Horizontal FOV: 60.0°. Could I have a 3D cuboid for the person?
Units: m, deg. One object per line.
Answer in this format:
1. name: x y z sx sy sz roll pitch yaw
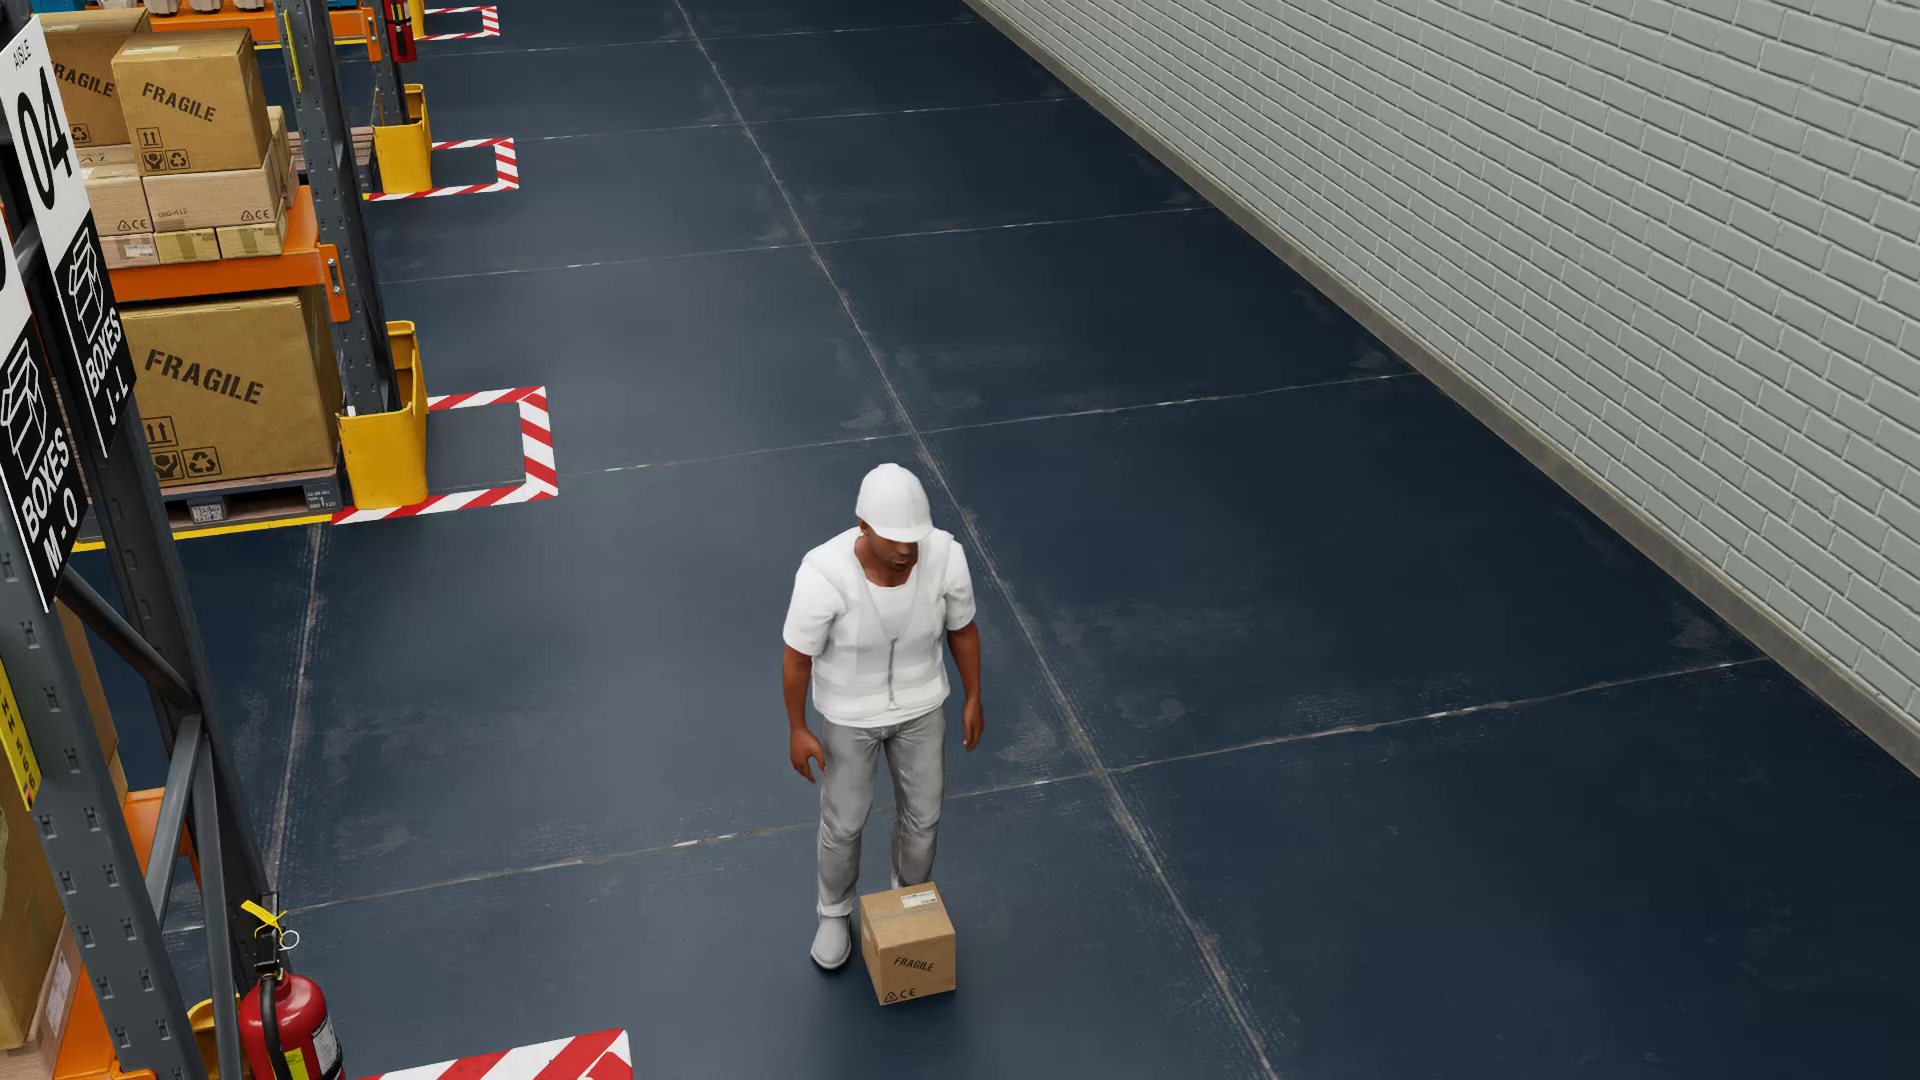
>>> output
1. person: -0.230 0.538 5.182 0.637 1.761 0.455 -9 31 -15
